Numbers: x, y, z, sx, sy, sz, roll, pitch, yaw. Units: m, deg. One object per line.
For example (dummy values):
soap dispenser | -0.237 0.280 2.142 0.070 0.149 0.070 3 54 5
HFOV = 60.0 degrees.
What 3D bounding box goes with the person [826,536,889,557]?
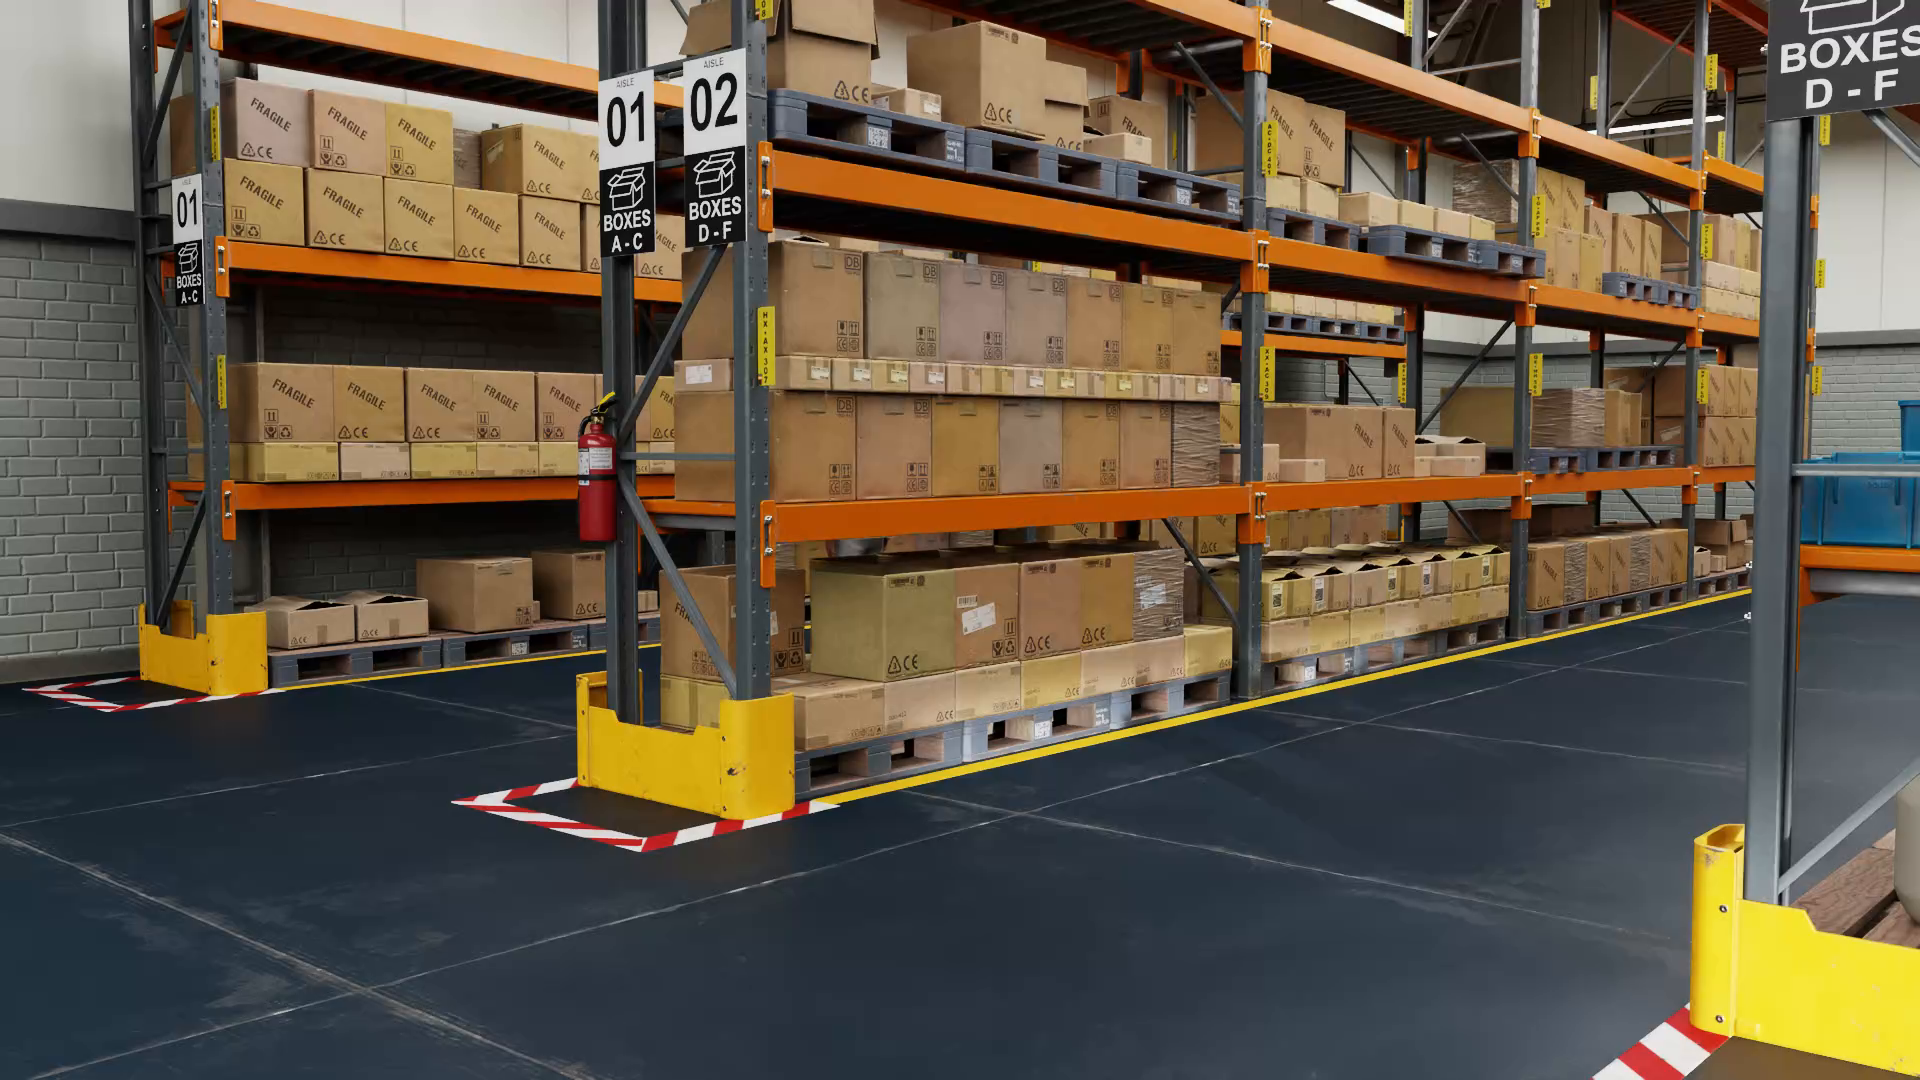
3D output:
person | -0.758 -0.049 12.387 0.461 1.760 0.626 3 5 41
